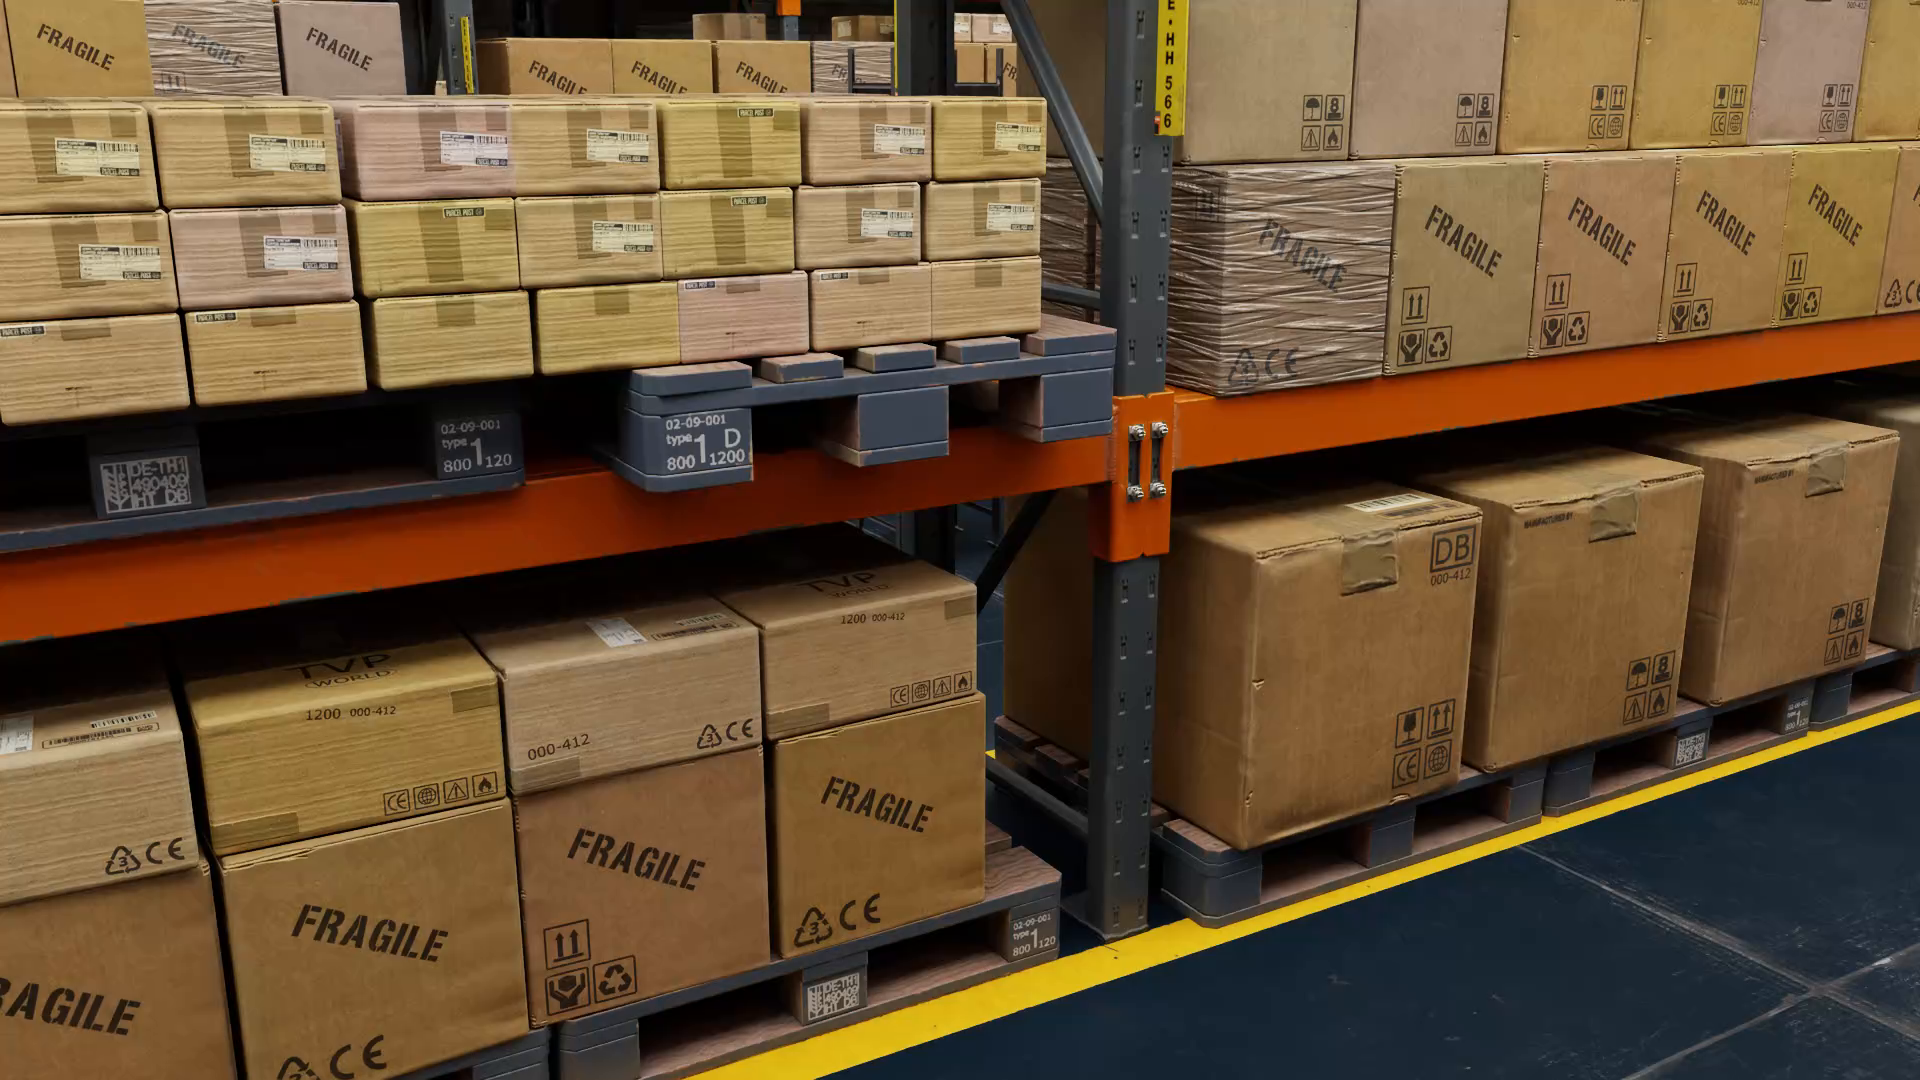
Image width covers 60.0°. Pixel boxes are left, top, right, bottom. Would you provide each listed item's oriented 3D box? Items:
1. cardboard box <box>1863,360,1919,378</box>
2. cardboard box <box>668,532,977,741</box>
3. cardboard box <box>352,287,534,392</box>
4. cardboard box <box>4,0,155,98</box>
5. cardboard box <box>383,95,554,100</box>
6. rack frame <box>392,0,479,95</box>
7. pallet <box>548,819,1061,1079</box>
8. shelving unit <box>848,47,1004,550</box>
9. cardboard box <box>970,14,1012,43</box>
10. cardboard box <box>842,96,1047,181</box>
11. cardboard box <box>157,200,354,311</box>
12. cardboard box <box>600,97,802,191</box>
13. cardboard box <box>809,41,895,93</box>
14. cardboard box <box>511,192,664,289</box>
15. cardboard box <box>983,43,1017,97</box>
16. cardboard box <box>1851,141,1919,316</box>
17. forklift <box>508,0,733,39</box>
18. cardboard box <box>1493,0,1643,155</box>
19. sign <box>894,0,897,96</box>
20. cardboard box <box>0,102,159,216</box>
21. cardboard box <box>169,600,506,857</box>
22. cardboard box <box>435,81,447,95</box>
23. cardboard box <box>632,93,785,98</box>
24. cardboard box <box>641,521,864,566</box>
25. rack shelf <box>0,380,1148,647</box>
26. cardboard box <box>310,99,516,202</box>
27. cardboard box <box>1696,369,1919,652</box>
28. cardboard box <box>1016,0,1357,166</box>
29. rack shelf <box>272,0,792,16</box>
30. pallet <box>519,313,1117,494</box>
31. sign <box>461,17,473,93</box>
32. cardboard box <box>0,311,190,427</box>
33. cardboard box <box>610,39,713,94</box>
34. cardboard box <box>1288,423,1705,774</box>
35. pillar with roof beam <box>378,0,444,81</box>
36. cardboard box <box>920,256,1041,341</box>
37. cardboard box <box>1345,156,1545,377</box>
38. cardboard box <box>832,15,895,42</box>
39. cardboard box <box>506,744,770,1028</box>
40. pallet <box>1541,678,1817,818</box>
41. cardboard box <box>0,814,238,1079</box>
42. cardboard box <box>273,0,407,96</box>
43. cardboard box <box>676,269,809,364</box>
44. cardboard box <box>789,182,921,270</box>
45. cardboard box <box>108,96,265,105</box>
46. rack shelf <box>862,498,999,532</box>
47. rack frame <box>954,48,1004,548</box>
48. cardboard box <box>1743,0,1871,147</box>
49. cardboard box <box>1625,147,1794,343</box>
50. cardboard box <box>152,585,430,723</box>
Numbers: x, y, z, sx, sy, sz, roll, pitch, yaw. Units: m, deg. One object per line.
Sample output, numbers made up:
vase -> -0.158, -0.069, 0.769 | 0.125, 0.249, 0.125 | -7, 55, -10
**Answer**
cardboard box -> 4.149, -0.410, 6.472 | 0.875, 0.875, 0.875 | -9, 18, -29
cardboard box -> -0.306, 0.193, 3.628 | 0.500, 0.250, 0.500 | -10, 18, -31
cardboard box -> -0.920, -0.368, 2.852 | 0.250, 0.149, 0.380 | -10, 19, -32
cardboard box -> -3.664, -1.991, 6.917 | 0.500, 0.500, 0.500 | -9, 18, -30
cardboard box -> -1.019, -0.844, 3.447 | 0.250, 0.149, 0.380 | -10, 19, -32
rack frame -> -2.490, -1.734, 8.040 | 0.127, 3.000, 1.000 | -9, 18, -30
pallet -> -0.525, 0.848, 3.994 | 1.213, 0.211, 1.003 | -9, 18, -30
shelving unit -> -0.142, -0.988, 7.044 | 0.503, 2.100, 0.431 | -9, 18, -30
cardboard box -> 0.075, -2.781, 9.057 | 0.250, 0.149, 0.380 | -10, 18, -31
cardboard box -> -0.039, -0.797, 3.280 | 0.250, 0.149, 0.380 | -10, 19, -32
cardboard box -> -1.148, -0.474, 2.679 | 0.250, 0.149, 0.380 | -9, 18, -28
cardboard box -> -0.480, -0.726, 3.027 | 0.250, 0.149, 0.380 | -9, 18, -28
cardboard box -> -0.658, -2.354, 8.736 | 0.500, 0.500, 0.500 | -10, 19, -32
cardboard box -> -0.710, -0.544, 2.930 | 0.250, 0.149, 0.380 | -9, 18, -30
cardboard box -> 0.236, -2.497, 9.247 | 0.500, 0.500, 0.500 | -9, 18, -29
cardboard box -> 2.831, -1.003, 5.244 | 0.500, 0.500, 0.500 | -9, 18, -30
forklift -> -2.092, -2.518, 10.961 | 3.031, 2.935, 1.130 | -9, 18, -30
cardboard box -> 1.407, -1.335, 4.578 | 0.500, 0.500, 0.700 | -10, 18, -31
sign -> -0.143, -1.289, 4.304 | 0.005, 0.325, 0.100 | -9, 18, -30
cardboard box -> -1.372, -0.581, 2.512 | 0.250, 0.149, 0.380 | -9, 18, -28
cardboard box -> -1.177, 0.333, 3.130 | 0.500, 0.250, 0.500 | -9, 18, -28
cardboard box -> -3.972, -3.337, 12.371 | 0.250, 0.149, 0.380 | -9, 18, -29
cardboard box -> -0.579, -0.913, 3.696 | 0.250, 0.149, 0.380 | -10, 18, -31
cardboard box -> -0.570, 0.077, 4.042 | 0.500, 0.250, 0.500 | -10, 19, -32
rack shelf -> -1.569, 0.021, 3.109 | 4.000, 0.370, 1.077 | -9, 18, -30
cardboard box -> -0.916, -0.656, 2.777 | 0.250, 0.149, 0.380 | -9, 18, -30
cardboard box -> 3.088, -0.171, 5.853 | 0.750, 0.750, 1.050 | -9, 18, -30
cardboard box -> 0.535, -1.193, 4.070 | 0.500, 0.500, 0.700 | -9, 18, -30
rack shelf -> -3.336, -4.258, 12.819 | 4.000, 0.370, 1.077 | -9, 18, -30
pallet -> -0.411, -0.387, 3.589 | 1.003, 0.211, 1.213 | -9, 18, -30
sign -> -2.202, -2.164, 7.427 | 0.005, 0.325, 0.100 | -9, 18, -30
cardboard box -> -1.375, -0.294, 2.588 | 0.250, 0.149, 0.380 | -10, 19, -32
cardboard box -> -1.543, -2.211, 8.226 | 0.500, 0.500, 0.500 | -8, 18, -27
cardboard box -> 1.461, 0.092, 4.915 | 0.750, 0.750, 1.050 | -9, 18, -29
pillar with roof beam -> -2.180, -5.165, 9.162 | 0.400, 9.000, 9.100 | -9, 18, -30
cardboard box -> -0.041, -0.509, 3.357 | 0.250, 0.149, 0.380 | -9, 18, -29
cardboard box -> 1.104, -0.723, 4.245 | 0.500, 0.500, 0.500 | -9, 18, -30
cardboard box -> -0.525, -2.838, 9.260 | 0.250, 0.149, 0.380 | -8, 18, -27
cardboard box -> -0.731, 0.622, 3.488 | 0.500, 0.500, 0.500 | -8, 18, -27
pallet -> 1.905, 0.479, 5.310 | 1.213, 0.211, 1.003 | -9, 18, -30
cardboard box -> -1.619, 0.763, 2.983 | 0.500, 0.500, 0.500 | -9, 18, -29
cardboard box -> -2.799, -2.132, 7.419 | 0.500, 0.500, 0.500 | -10, 18, -31
cardboard box -> -0.475, -0.440, 3.108 | 0.250, 0.149, 0.380 | -9, 18, -29
cardboard box -> -0.271, -0.616, 3.187 | 0.250, 0.149, 0.380 | -8, 18, -28
cardboard box -> -1.476, -0.768, 3.179 | 0.250, 0.149, 0.380 | -9, 18, -28
rack shelf -> -0.142, -0.301, 7.237 | 0.480, 0.518, 0.431 | -9, 18, -30
rack frame -> 0.067, -1.022, 7.165 | 0.015, 2.100, 0.400 | -9, 18, -30
cardboard box -> 2.278, -1.476, 5.081 | 0.500, 0.500, 0.700 | -9, 18, -29
cardboard box -> 1.964, -0.861, 4.740 | 0.500, 0.500, 0.500 | -9, 18, -30
cardboard box -> -1.436, 0.213, 3.555 | 0.500, 0.250, 0.500 | -9, 18, -29
